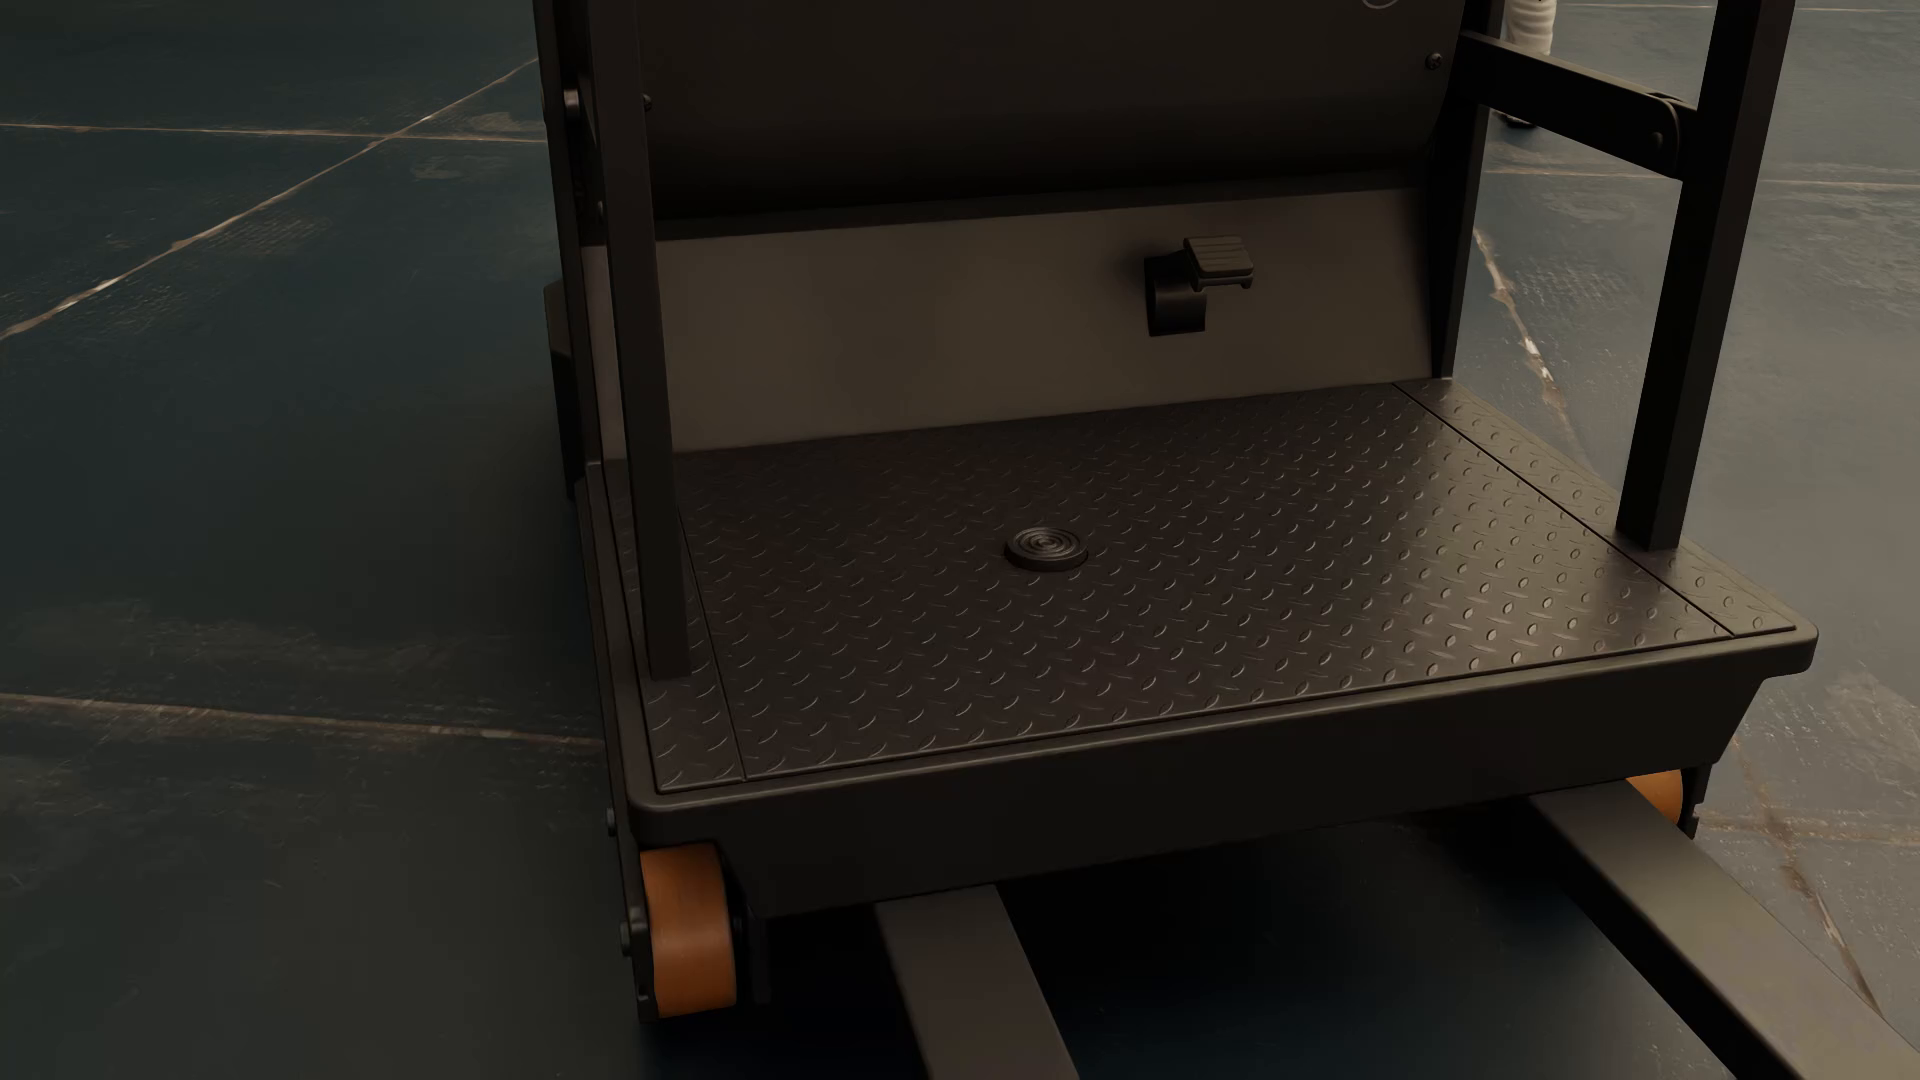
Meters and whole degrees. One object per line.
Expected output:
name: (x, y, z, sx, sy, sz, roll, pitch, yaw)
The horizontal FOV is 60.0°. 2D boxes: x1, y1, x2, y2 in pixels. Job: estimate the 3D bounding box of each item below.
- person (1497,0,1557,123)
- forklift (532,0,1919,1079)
person: (1.495, -2.000, 4.644, 0.573, 1.679, 0.503, 1, 27, 2)
forklift: (0.153, -1.049, 1.319, 1.130, 2.935, 3.031, -7, 27, -13)
